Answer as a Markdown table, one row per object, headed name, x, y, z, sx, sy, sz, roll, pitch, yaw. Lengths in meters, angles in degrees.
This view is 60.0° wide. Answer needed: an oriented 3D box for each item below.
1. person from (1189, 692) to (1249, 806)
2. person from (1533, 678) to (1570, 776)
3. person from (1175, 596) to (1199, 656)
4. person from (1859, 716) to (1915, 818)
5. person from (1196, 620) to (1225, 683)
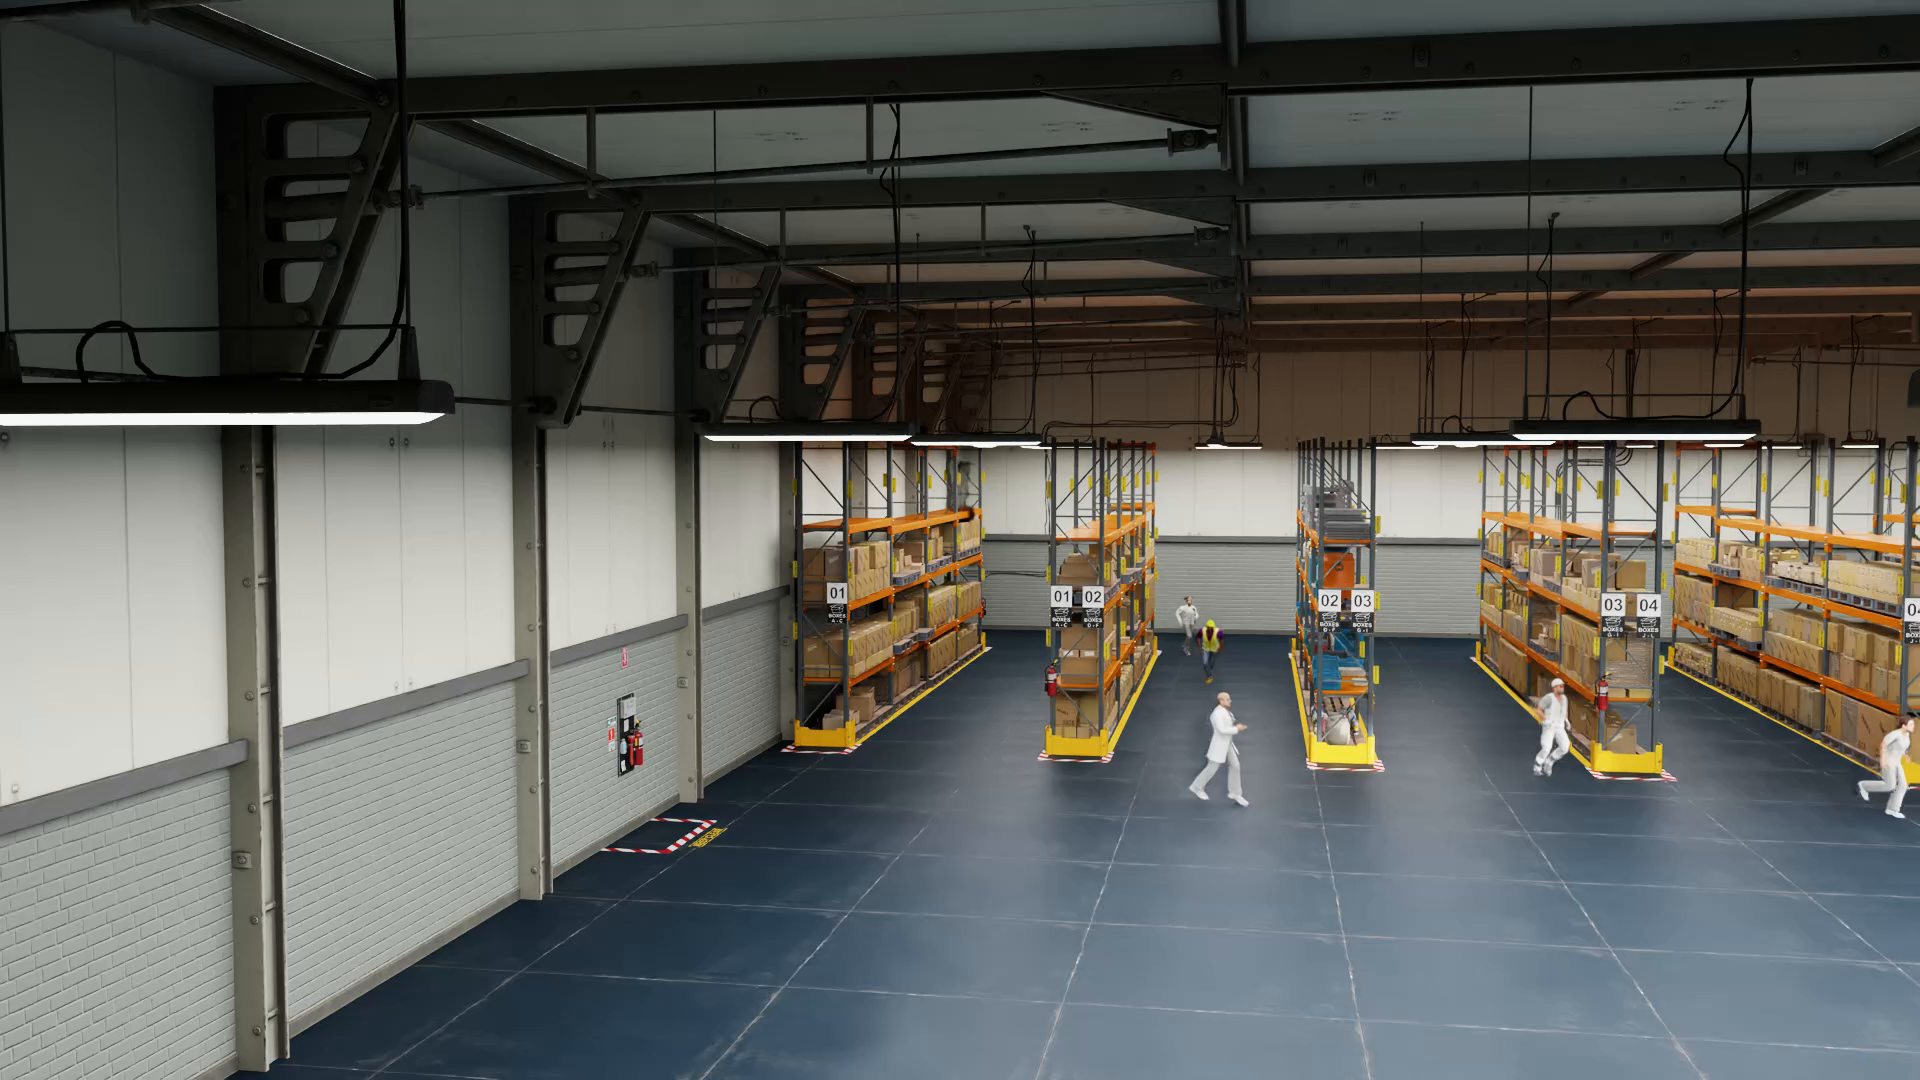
| name | x | y | z | sx | sy | sz | roll | pitch | yaw |
| --- | --- | --- | --- | --- | --- | --- | --- | --- | --- |
| person | 4.218 | 3.380 | 27.047 | 0.977 | 1.822 | 0.680 | 2 | 3 | 29 |
| person | 10.484 | 3.298 | 29.268 | 0.725 | 1.718 | 0.579 | -1 | 3 | -17 |
| person | 6.441 | 2.415 | 46.907 | 0.610 | 1.717 | 0.701 | -1 | 3 | -21 |
| person | 14.666 | 3.552 | 26.319 | 0.561 | 1.613 | 0.812 | -2 | 4 | -39 |
| person | 6.237 | 2.752 | 41.415 | 0.707 | 1.599 | 1.070 | 0 | 3 | 8 |
